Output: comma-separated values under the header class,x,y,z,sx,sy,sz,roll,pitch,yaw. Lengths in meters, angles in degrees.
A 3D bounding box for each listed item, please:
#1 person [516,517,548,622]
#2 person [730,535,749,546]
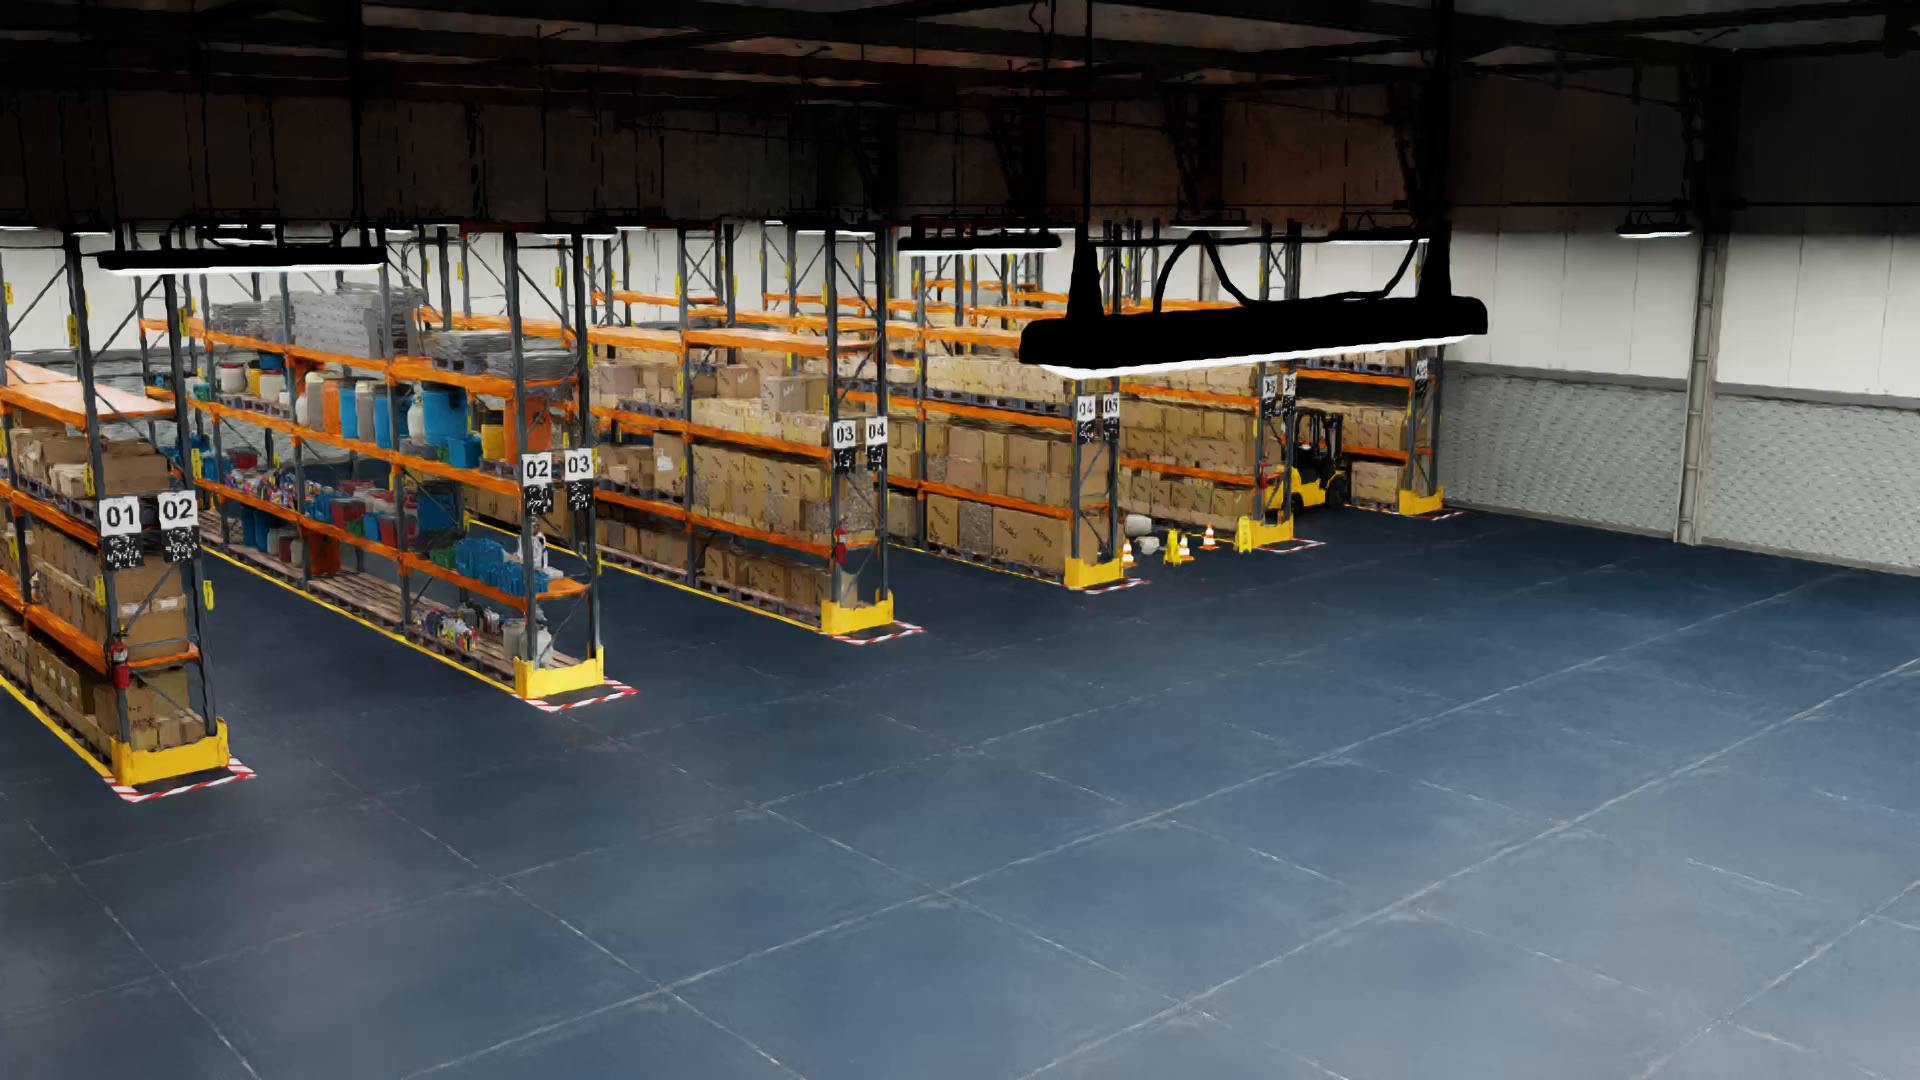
class,x,y,z,sx,sy,sz,roll,pitch,yaw
person,-6.585,0.404,25.723,0.489,1.588,1.075,-11,16,-43
person,-3.973,-0.490,30.208,0.639,1.632,0.506,-11,16,-43
